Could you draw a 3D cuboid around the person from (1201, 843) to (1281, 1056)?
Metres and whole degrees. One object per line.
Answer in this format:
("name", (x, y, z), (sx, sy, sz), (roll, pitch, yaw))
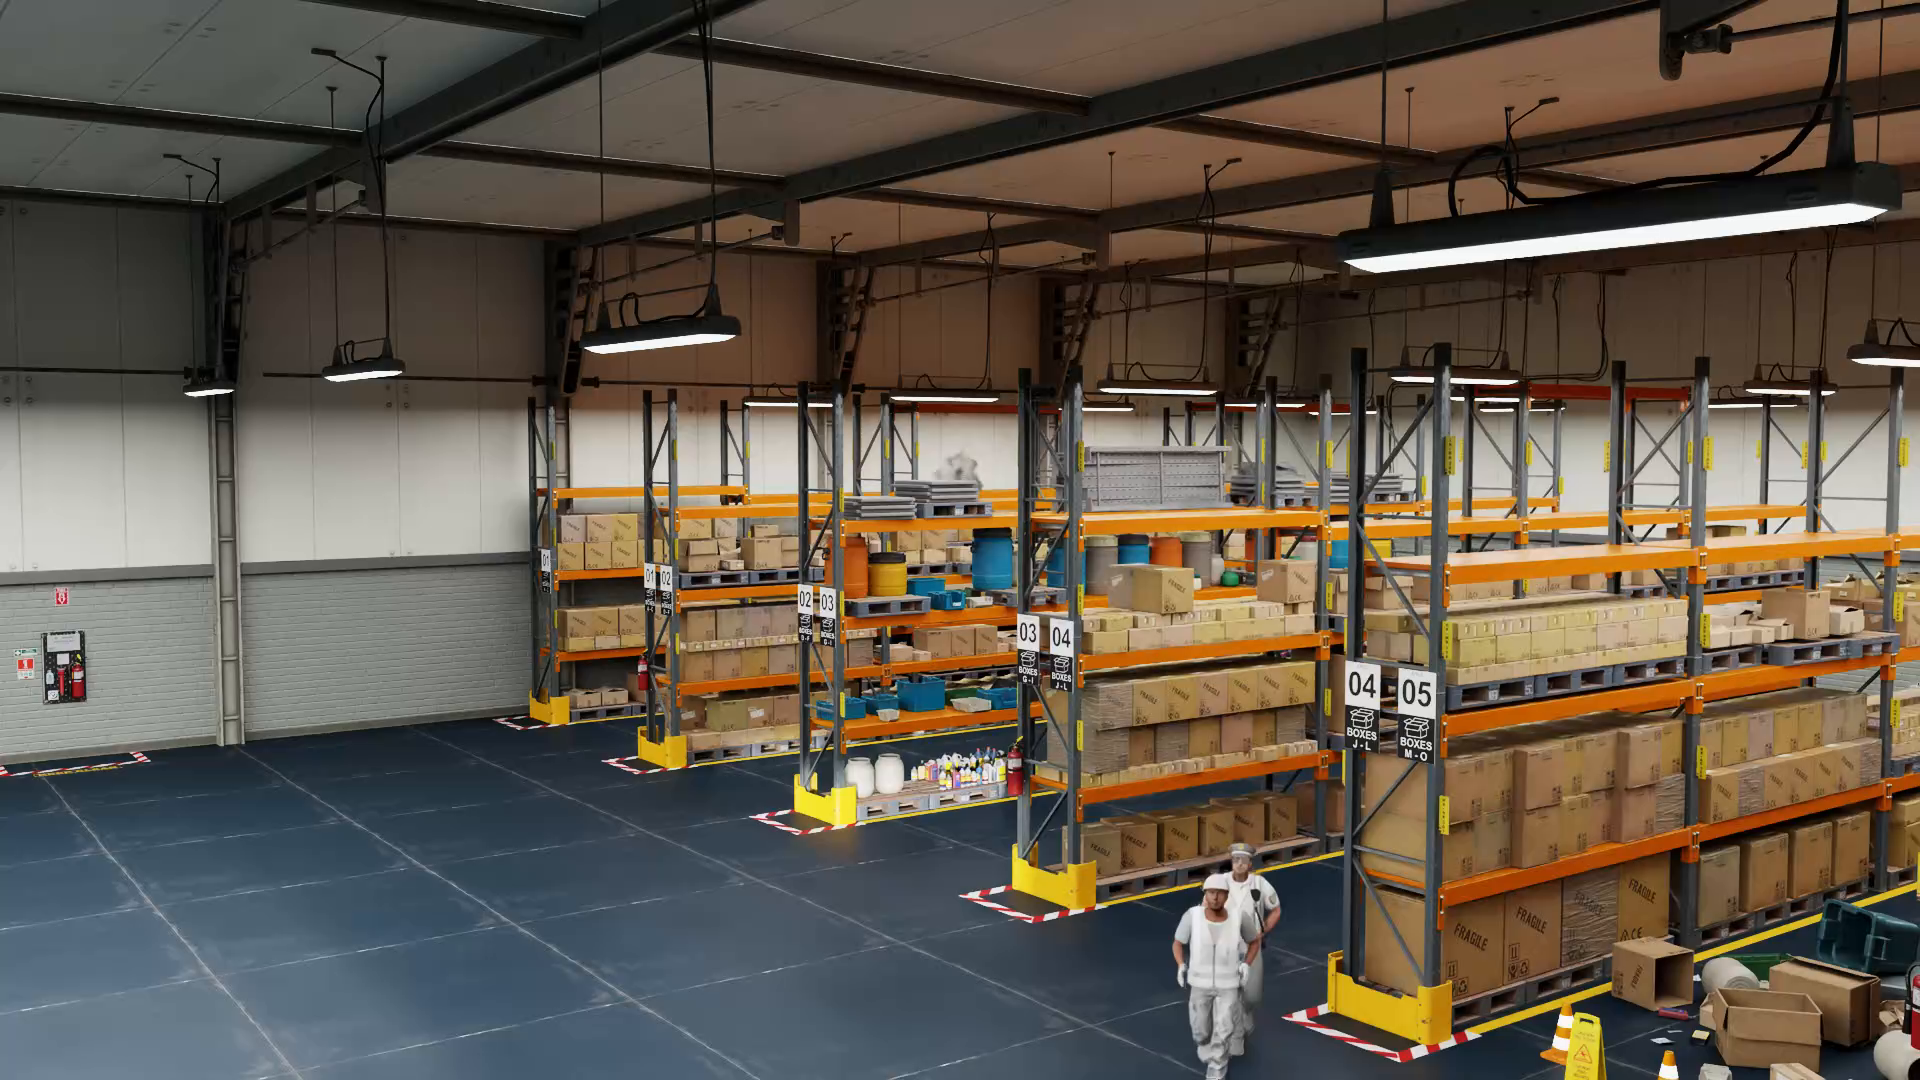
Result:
("person", (2.406, 3.470, 14.258), (0.685, 1.786, 0.642), (1, 3, 10))

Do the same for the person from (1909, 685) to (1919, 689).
("person", (13.979, 2.932, 24.221), (0.633, 1.653, 0.618), (-2, 4, -28))

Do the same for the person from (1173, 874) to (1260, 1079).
("person", (2.027, 3.512, 13.183), (0.685, 1.752, 0.785), (1, 3, 11))
